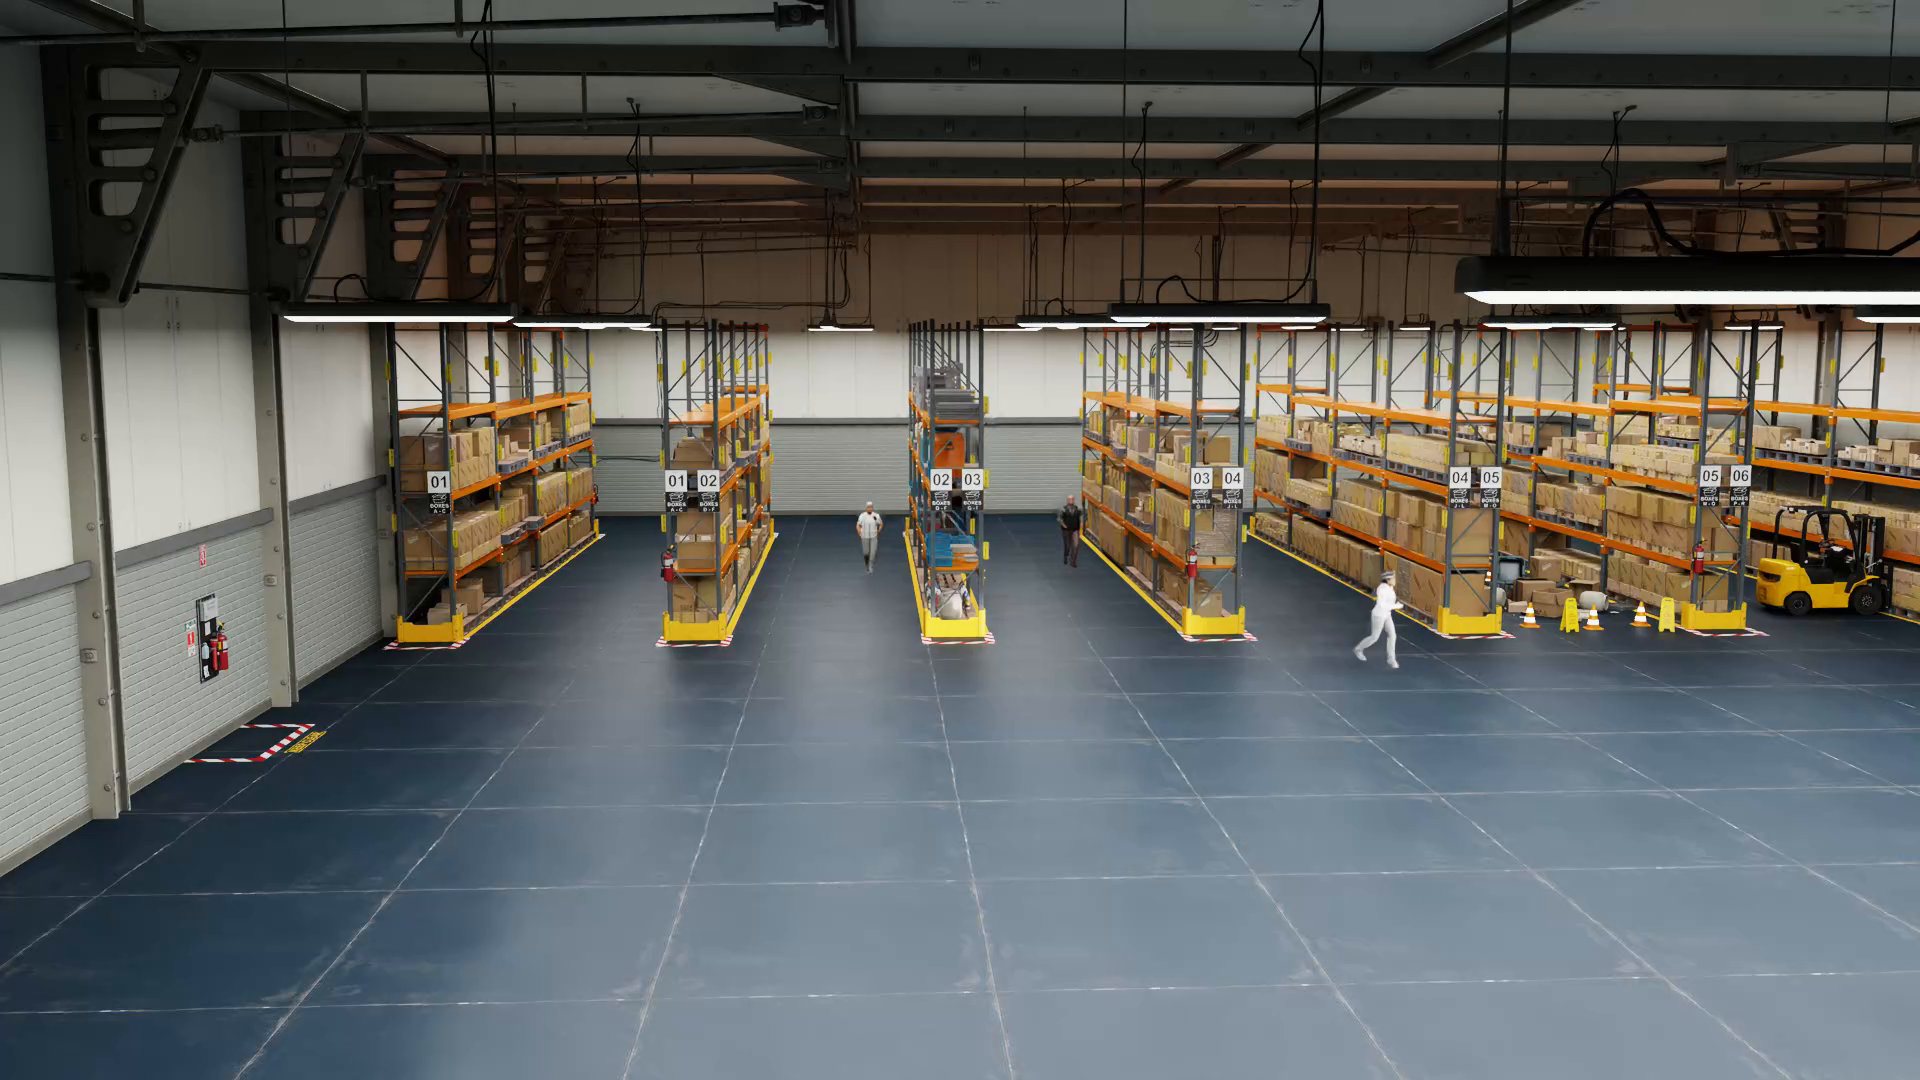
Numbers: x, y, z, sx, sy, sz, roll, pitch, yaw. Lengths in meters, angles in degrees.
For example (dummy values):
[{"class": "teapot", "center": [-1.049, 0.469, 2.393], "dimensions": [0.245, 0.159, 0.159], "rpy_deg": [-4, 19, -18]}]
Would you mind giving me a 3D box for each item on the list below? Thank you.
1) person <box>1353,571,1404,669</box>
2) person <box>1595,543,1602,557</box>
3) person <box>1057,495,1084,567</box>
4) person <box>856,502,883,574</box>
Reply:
[{"class": "person", "center": [7.250, 1.370, 28.775], "dimensions": [0.894, 1.734, 0.629], "rpy_deg": [5, 9, 35]}, {"class": "person", "center": [15.909, -0.240, 41.228], "dimensions": [0.664, 1.791, 0.883], "rpy_deg": [-2, 7, -12]}, {"class": "person", "center": [2.632, -0.217, 39.230], "dimensions": [0.677, 1.663, 0.811], "rpy_deg": [-1, 7, -7]}, {"class": "person", "center": [-2.058, -0.052, 38.012], "dimensions": [0.614, 1.639, 0.515], "rpy_deg": [0, 7, -4]}]
